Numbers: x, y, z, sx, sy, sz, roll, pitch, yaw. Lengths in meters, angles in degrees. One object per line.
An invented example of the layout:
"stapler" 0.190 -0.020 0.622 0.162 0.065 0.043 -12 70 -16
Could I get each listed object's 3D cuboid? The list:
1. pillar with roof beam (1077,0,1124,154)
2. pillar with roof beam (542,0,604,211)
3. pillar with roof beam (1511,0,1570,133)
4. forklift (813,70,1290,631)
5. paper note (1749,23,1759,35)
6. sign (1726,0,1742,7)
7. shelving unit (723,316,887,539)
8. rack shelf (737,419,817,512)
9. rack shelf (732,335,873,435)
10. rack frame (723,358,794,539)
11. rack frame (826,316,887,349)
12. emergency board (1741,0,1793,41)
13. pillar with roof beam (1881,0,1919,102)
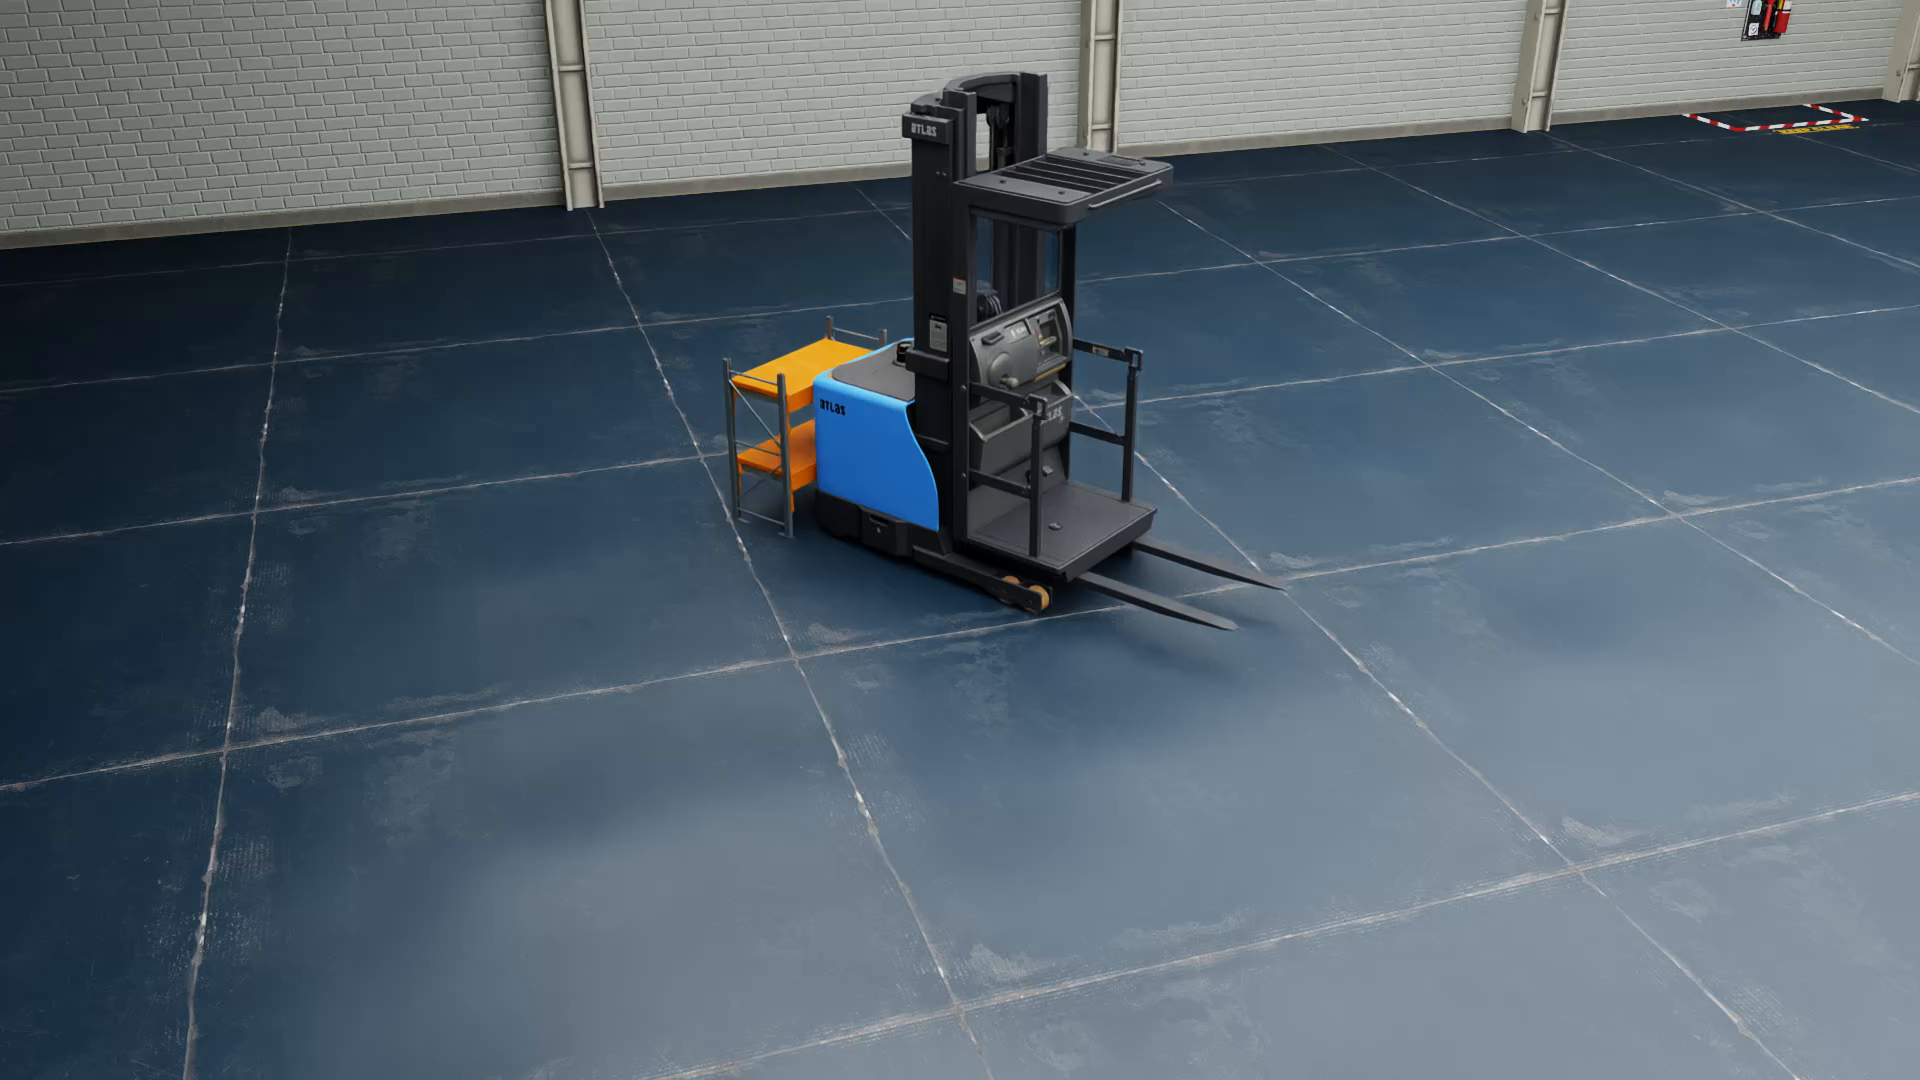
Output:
"pillar with roof beam" 2.954 -6.672 14.069 0.400 9.000 9.100 -8 28 -16
"pillar with roof beam" -2.751 -5.846 12.405 0.400 9.000 9.100 -8 28 -16
"pillar with roof beam" 8.659 -7.498 15.734 0.400 9.000 9.100 -8 28 -16
"forklift" 0.533 -1.143 9.756 3.031 2.935 1.130 19 32 34
"paper note" 10.480 -6.744 21.951 0.142 0.148 0.016 -8 28 -16
"sign" 10.112 -7.117 21.672 0.234 0.329 0.001 -8 28 -16
"shelving unit" -0.995 -0.766 11.029 0.538 1.125 1.048 18 31 32
"rack shelf" -0.995 -0.547 11.137 0.538 0.278 1.000 18 31 32
"rack shelf" -0.995 -1.029 10.899 0.538 0.278 1.000 18 31 32
"rack frame" -1.292 -0.583 10.659 0.500 1.125 0.032 18 31 32
"rack frame" -0.698 -0.950 11.398 0.500 1.125 0.032 18 31 32
"emergency board" 10.669 -7.133 21.745 0.643 1.169 0.194 -8 28 -16
"pillar with roof beam" 14.364 -8.324 17.398 0.400 9.000 9.100 -8 28 -16
